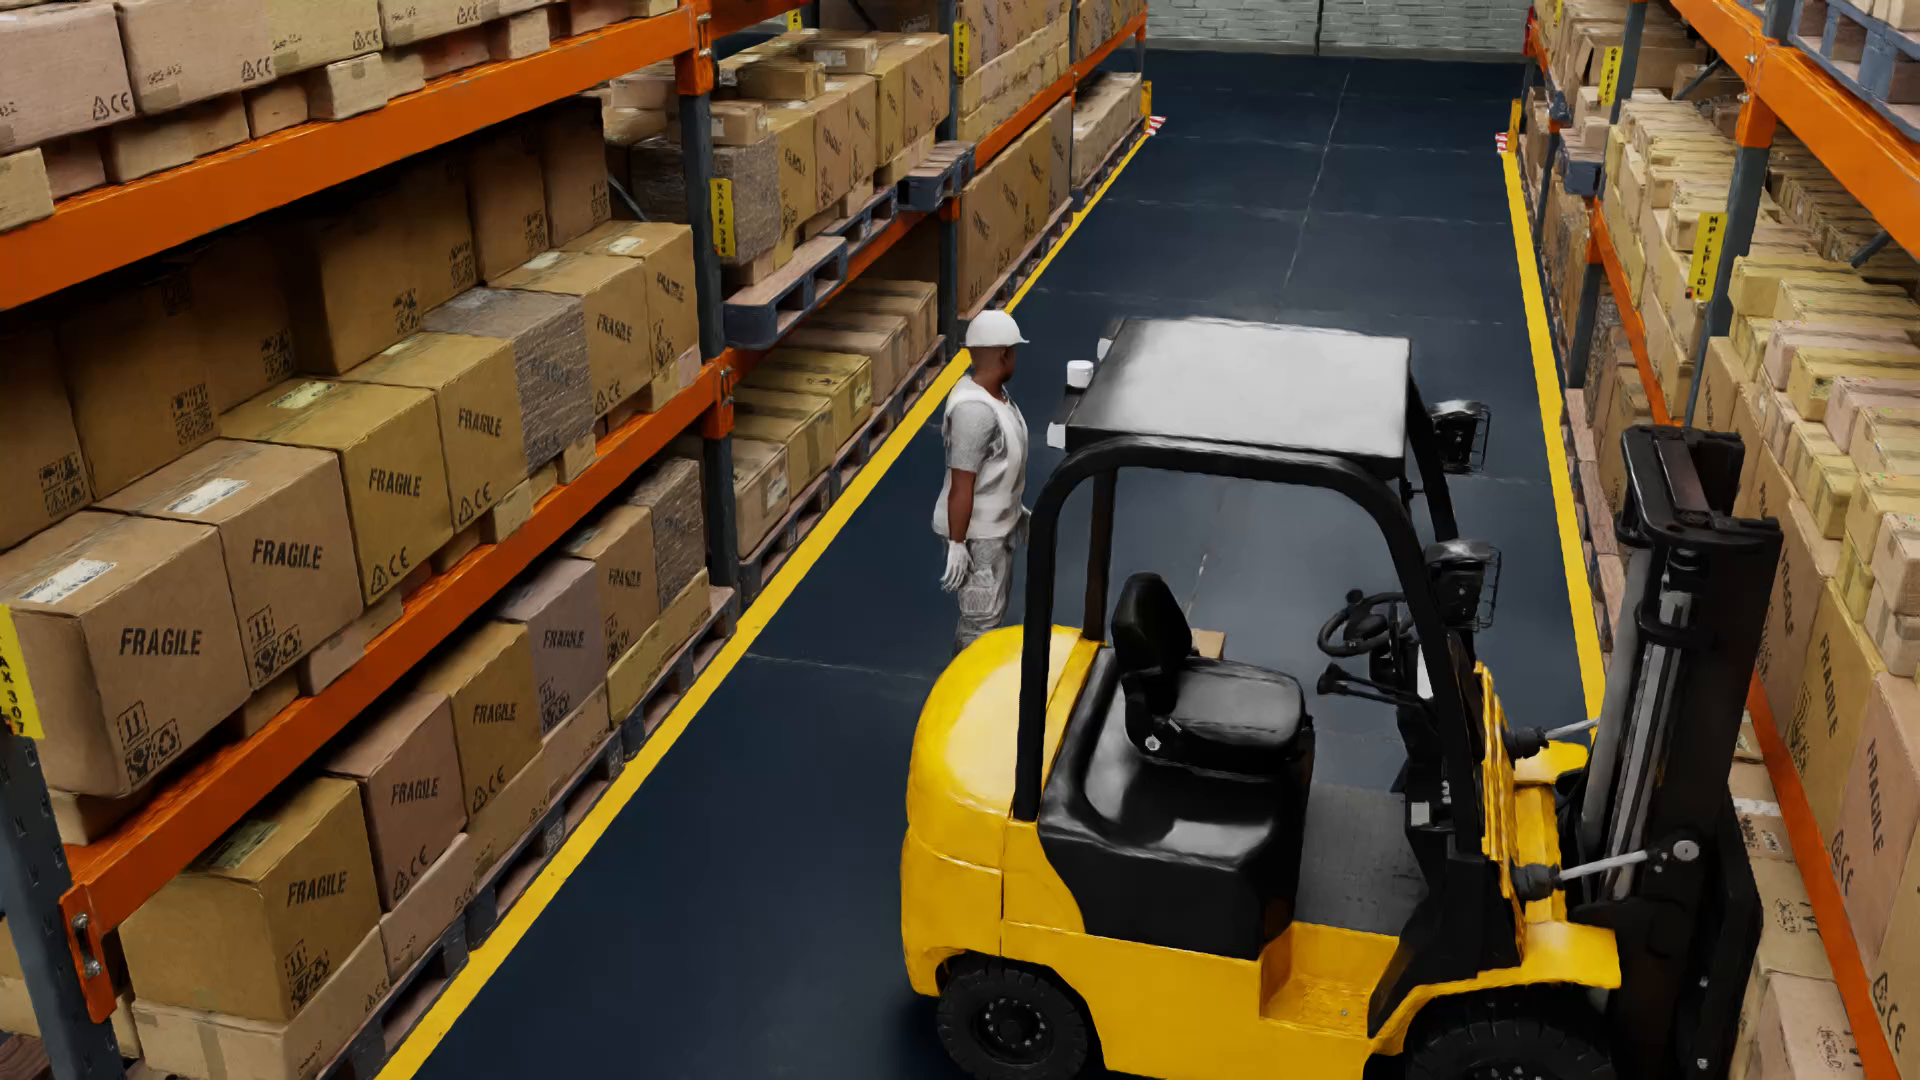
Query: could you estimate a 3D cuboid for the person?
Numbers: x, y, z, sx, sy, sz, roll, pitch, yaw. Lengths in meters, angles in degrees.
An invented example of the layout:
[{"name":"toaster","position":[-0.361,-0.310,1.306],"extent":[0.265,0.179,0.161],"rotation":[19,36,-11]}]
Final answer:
[{"name":"person","position":[0.160,-0.018,6.659],"extent":[0.576,1.773,0.690],"rotation":[7,26,15]}]
